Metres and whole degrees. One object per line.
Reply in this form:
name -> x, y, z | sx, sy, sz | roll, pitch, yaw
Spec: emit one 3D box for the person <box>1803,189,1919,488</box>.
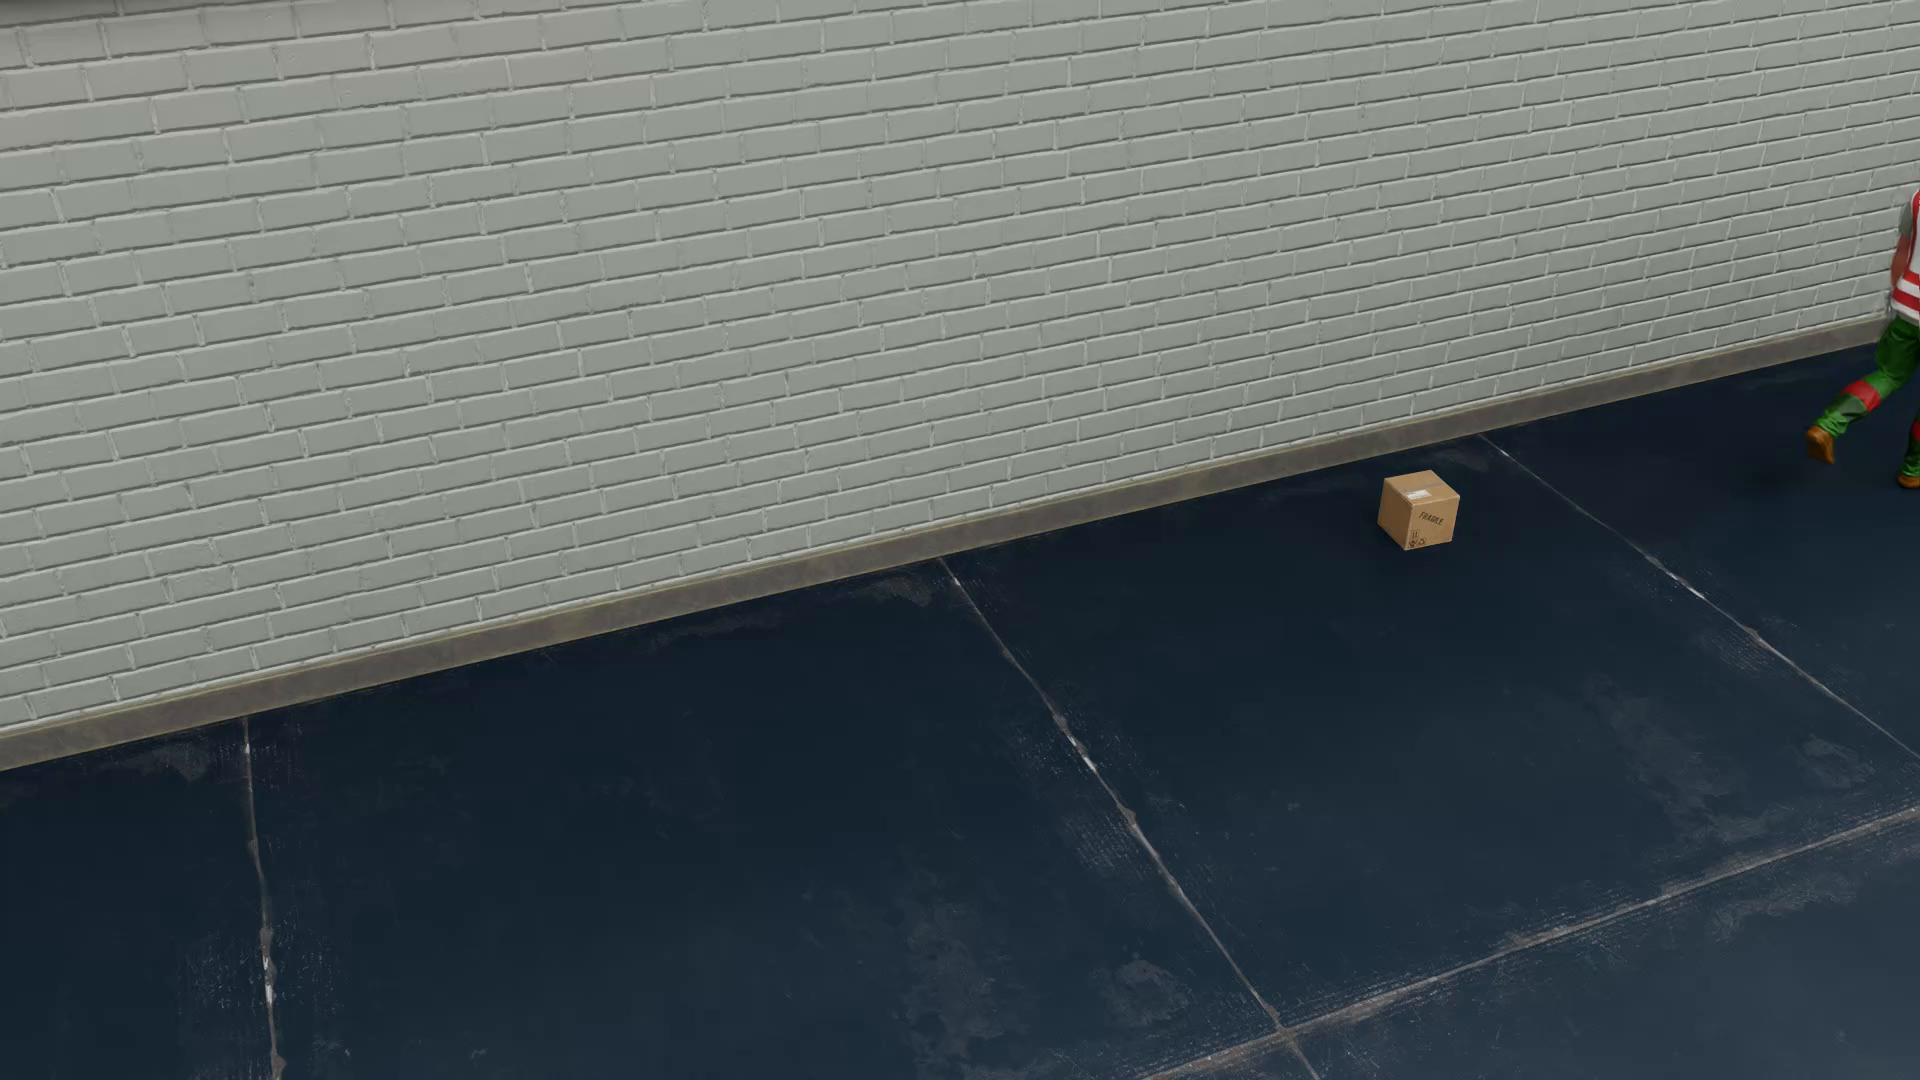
person -> 4.462, -1.042, 7.693 | 0.806, 1.775, 0.567 | -12, 35, -17
